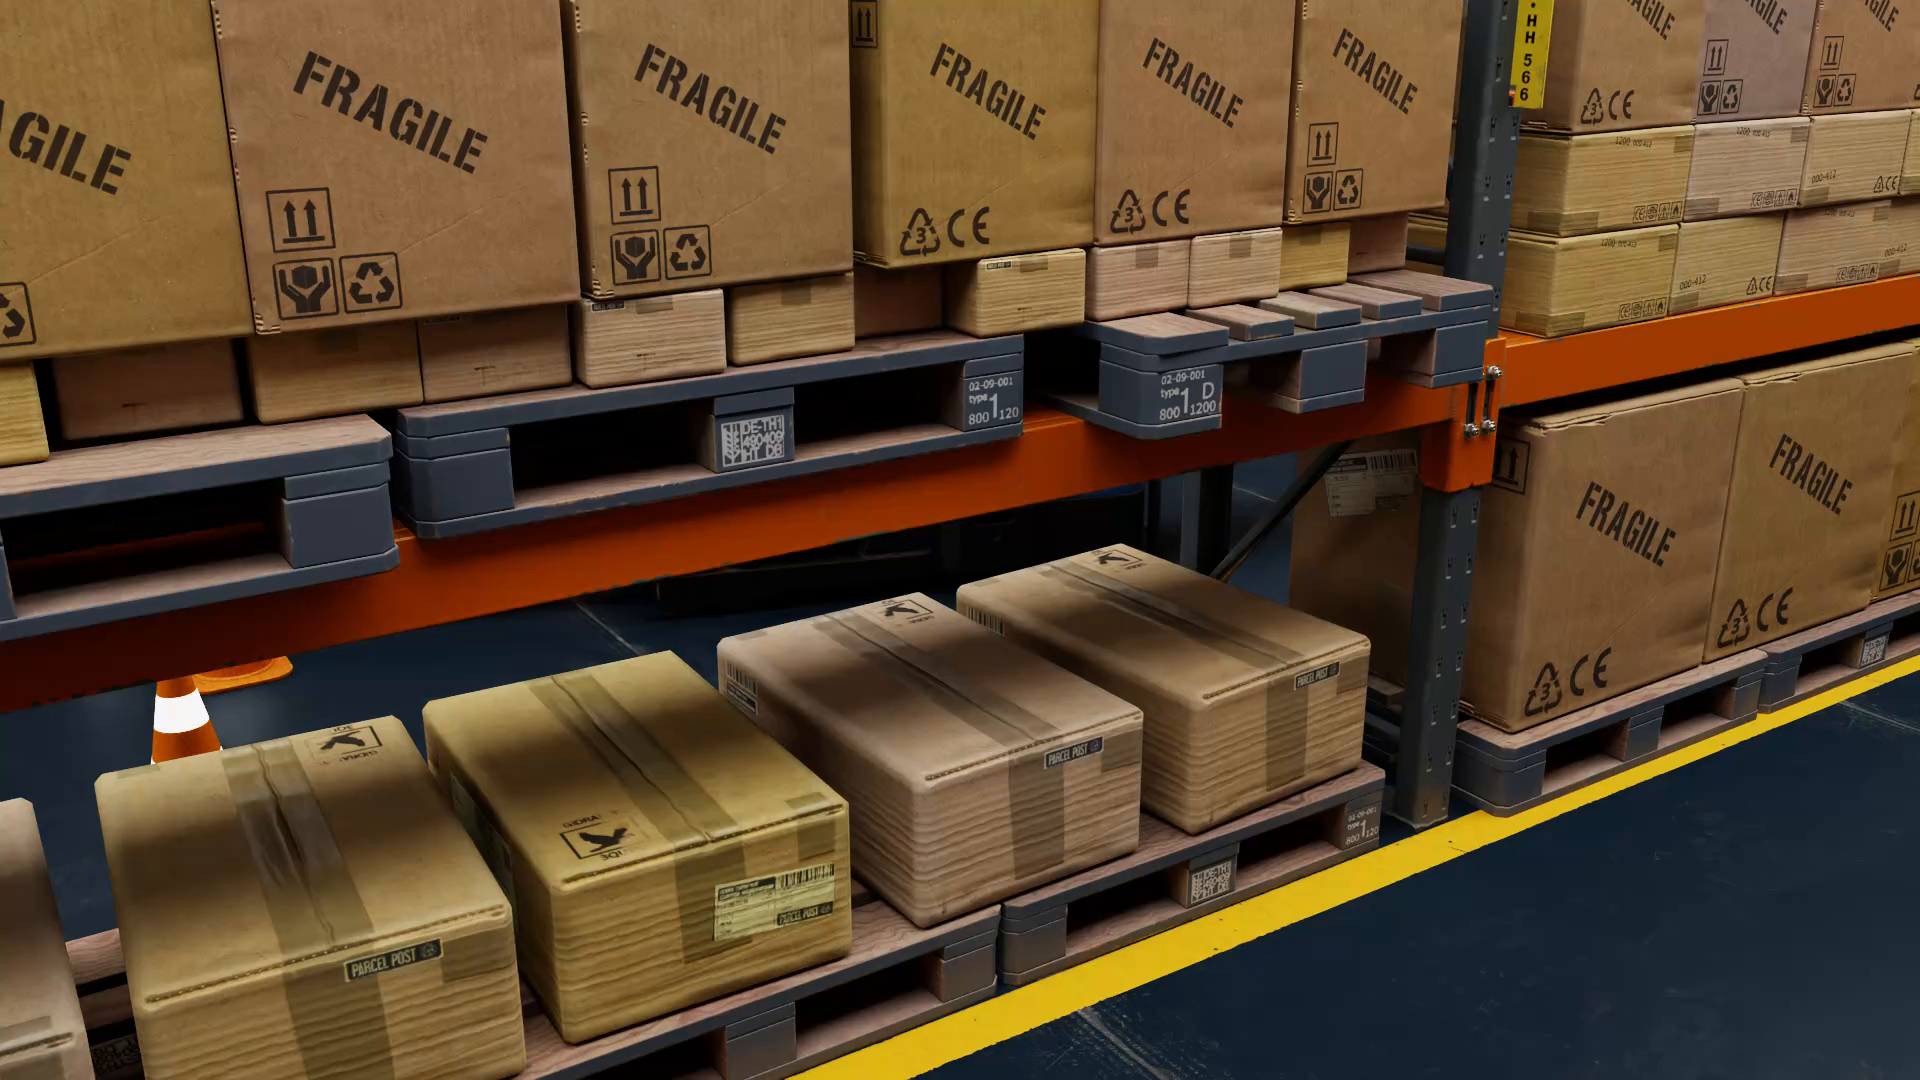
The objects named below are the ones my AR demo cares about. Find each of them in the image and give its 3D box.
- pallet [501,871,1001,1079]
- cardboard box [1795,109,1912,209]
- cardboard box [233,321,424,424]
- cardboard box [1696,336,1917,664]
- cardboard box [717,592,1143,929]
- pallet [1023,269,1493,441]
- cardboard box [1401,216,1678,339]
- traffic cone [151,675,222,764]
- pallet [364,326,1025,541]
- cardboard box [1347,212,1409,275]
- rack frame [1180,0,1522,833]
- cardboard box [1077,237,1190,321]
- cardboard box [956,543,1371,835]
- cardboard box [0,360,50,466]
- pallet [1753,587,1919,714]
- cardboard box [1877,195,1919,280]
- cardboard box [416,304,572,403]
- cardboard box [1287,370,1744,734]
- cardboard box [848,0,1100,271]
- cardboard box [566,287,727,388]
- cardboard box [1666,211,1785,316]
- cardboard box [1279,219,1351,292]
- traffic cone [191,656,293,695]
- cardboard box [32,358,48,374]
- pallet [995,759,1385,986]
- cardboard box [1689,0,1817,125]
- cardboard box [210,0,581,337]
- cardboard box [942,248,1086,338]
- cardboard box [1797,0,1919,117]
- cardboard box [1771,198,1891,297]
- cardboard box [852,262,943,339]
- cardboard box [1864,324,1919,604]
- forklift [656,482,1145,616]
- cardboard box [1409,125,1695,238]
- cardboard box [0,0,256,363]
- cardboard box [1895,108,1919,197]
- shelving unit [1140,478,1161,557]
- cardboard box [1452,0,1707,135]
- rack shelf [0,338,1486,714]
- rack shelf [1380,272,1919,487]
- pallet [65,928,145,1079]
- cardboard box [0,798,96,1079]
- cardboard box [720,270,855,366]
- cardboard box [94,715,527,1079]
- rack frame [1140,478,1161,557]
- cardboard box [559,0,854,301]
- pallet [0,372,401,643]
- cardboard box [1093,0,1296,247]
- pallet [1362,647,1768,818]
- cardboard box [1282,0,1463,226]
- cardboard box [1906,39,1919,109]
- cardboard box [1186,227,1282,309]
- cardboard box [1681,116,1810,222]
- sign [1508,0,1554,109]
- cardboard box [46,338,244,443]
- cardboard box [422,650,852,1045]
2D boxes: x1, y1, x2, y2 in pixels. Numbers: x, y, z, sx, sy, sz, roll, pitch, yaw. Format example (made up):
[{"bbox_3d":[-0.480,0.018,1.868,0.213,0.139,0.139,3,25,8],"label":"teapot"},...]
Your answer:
[{"bbox_3d":[-0.678,0.888,3.788,1.213,0.211,1.003,-12,22,-31],"label":"pallet"},{"bbox_3d":[2.408,-1.148,4.910,0.500,0.250,0.500,-12,22,-32],"label":"cardboard box"},{"bbox_3d":[-1.066,-0.318,2.738,0.250,0.149,0.380,-12,22,-31],"label":"cardboard box"},{"bbox_3d":[2.363,-0.231,5.407,0.875,0.875,0.875,-12,22,-31],"label":"cardboard box"},{"bbox_3d":[-0.096,0.491,4.055,0.625,0.372,0.950,-12,22,-32],"label":"cardboard box"},{"bbox_3d":[0.457,-0.539,3.954,1.003,0.211,1.213,-12,22,-31],"label":"pallet"},{"bbox_3d":[1.540,-0.731,4.459,0.500,0.250,0.500,-12,22,-32],"label":"cardboard box"},{"bbox_3d":[-2.082,0.530,4.455,0.334,0.463,0.336,-12,22,-31],"label":"traffic cone"},{"bbox_3d":[-0.638,-0.333,3.346,1.213,0.211,1.003,-12,22,-31],"label":"pallet"},{"bbox_3d":[0.849,-0.743,3.995,0.250,0.149,0.380,-11,22,-29],"label":"cardboard box"},{"bbox_3d":[0.993,-0.784,4.379,0.127,3.000,1.000,-12,22,-31],"label":"rack frame"},{"bbox_3d":[0.264,-0.578,3.506,0.250,0.149,0.380,-13,23,-34],"label":"cardboard box"},{"bbox_3d":[0.516,0.359,4.446,0.625,0.372,0.950,-14,23,-35],"label":"cardboard box"},{"bbox_3d":[-1.499,-0.213,2.429,0.250,0.149,0.380,-11,22,-30],"label":"cardboard box"},{"bbox_3d":[2.711,0.205,5.808,1.213,0.211,1.003,-12,22,-31],"label":"pallet"},{"bbox_3d":[2.811,-1.005,5.269,0.500,0.250,0.500,-12,22,-31],"label":"cardboard box"},{"bbox_3d":[-0.859,-0.361,2.865,0.250,0.149,0.380,-12,22,-31],"label":"cardboard box"},{"bbox_3d":[1.616,-0.075,4.946,0.875,0.875,0.875,-12,22,-32],"label":"cardboard box"},{"bbox_3d":[-0.080,-0.833,3.249,0.500,0.500,0.500,-14,23,-35],"label":"cardboard box"},{"bbox_3d":[-0.608,-0.394,2.963,0.250,0.149,0.380,-11,22,-29],"label":"cardboard box"},{"bbox_3d":[1.959,-0.827,4.740,0.500,0.250,0.500,-13,22,-33],"label":"cardboard box"},{"bbox_3d":[0.665,-0.676,3.798,0.250,0.149,0.380,-12,22,-31],"label":"cardboard box"},{"bbox_3d":[-2.390,0.211,5.397,0.334,0.463,0.336,-12,22,-31],"label":"traffic cone"},{"bbox_3d":[-1.644,-0.420,3.040,0.250,0.149,0.380,-12,22,-32],"label":"cardboard box"},{"bbox_3d":[0.340,0.675,4.419,1.213,0.211,1.003,-12,22,-31],"label":"pallet"},{"bbox_3d":[1.949,-1.416,4.532,0.500,0.500,0.500,-12,22,-31],"label":"cardboard box"},{"bbox_3d":[-0.960,-0.644,2.689,0.500,0.500,0.500,-12,22,-32],"label":"cardboard box"},{"bbox_3d":[0.042,-0.525,3.352,0.250,0.149,0.380,-11,22,-30],"label":"cardboard box"},{"bbox_3d":[2.389,-1.503,4.790,0.500,0.500,0.500,-11,22,-30],"label":"cardboard box"},{"bbox_3d":[2.401,-0.917,5.009,0.500,0.250,0.500,-11,22,-30],"label":"cardboard box"},{"bbox_3d":[-0.237,-0.515,3.321,0.250,0.149,0.380,-12,22,-31],"label":"cardboard box"},{"bbox_3d":[3.110,-0.389,5.873,0.875,0.875,0.875,-11,22,-30],"label":"cardboard box"},{"bbox_3d":[-0.867,-1.304,6.025,3.031,2.935,1.130,-5,19,-15],"label":"forklift"},{"bbox_3d":[1.552,-0.973,4.391,0.500,0.250,0.500,-12,22,-32],"label":"cardboard box"},{"bbox_3d":[-1.380,-0.560,2.443,0.500,0.500,0.500,-12,22,-31],"label":"cardboard box"},{"bbox_3d":[2.838,-1.234,5.164,0.500,0.250,0.500,-11,22,-30],"label":"cardboard box"},{"bbox_3d":[1.163,-0.758,6.644,1.048,1.500,0.538,-6,20,-18],"label":"shelving unit"},{"bbox_3d":[1.540,-1.326,4.266,0.500,0.500,0.500,-13,22,-33],"label":"cardboard box"},{"bbox_3d":[-0.677,-0.090,3.452,4.000,0.370,1.077,-12,22,-31],"label":"rack shelf"},{"bbox_3d":[2.664,-0.795,5.536,4.000,0.370,1.077,-12,22,-31],"label":"rack shelf"},{"bbox_3d":[-1.698,1.104,3.148,1.213,0.211,1.003,-12,22,-31],"label":"pallet"},{"bbox_3d":[-1.911,0.874,2.924,0.625,0.372,0.950,-12,22,-31],"label":"cardboard box"},{"bbox_3d":[-0.402,-0.449,3.125,0.250,0.149,0.380,-13,22,-33],"label":"cardboard box"},{"bbox_3d":[-1.312,0.746,3.301,0.625,0.372,0.950,-10,21,-28],"label":"cardboard box"},{"bbox_3d":[0.681,-0.706,6.491,0.032,1.500,0.500,-6,20,-18],"label":"rack frame"},{"bbox_3d":[-0.537,-0.737,2.966,0.500,0.500,0.500,-13,23,-34],"label":"cardboard box"},{"bbox_3d":[-1.629,-0.084,2.609,1.213,0.211,1.003,-12,22,-31],"label":"pallet"},{"bbox_3d":[0.341,-0.922,3.513,0.500,0.500,0.500,-12,22,-32],"label":"cardboard box"},{"bbox_3d":[1.693,0.419,5.177,1.213,0.211,1.003,-12,22,-31],"label":"pallet"},{"bbox_3d":[0.766,-1.016,3.791,0.500,0.500,0.500,-13,22,-33],"label":"cardboard box"},{"bbox_3d":[2.812,-1.591,5.050,0.500,0.500,0.500,-12,22,-31],"label":"cardboard box"},{"bbox_3d":[0.479,-0.620,3.631,0.250,0.149,0.380,-12,22,-32],"label":"cardboard box"},{"bbox_3d":[1.984,-1.063,4.660,0.500,0.250,0.500,-11,22,-30],"label":"cardboard box"},{"bbox_3d":[1.300,-1.151,3.782,0.005,0.325,0.100,-12,22,-31],"label":"sign"},{"bbox_3d":[-1.304,-0.284,2.637,0.250,0.149,0.380,-10,21,-28],"label":"cardboard box"},{"bbox_3d":[-0.733,0.623,3.665,0.625,0.372,0.950,-11,22,-30],"label":"cardboard box"}]
